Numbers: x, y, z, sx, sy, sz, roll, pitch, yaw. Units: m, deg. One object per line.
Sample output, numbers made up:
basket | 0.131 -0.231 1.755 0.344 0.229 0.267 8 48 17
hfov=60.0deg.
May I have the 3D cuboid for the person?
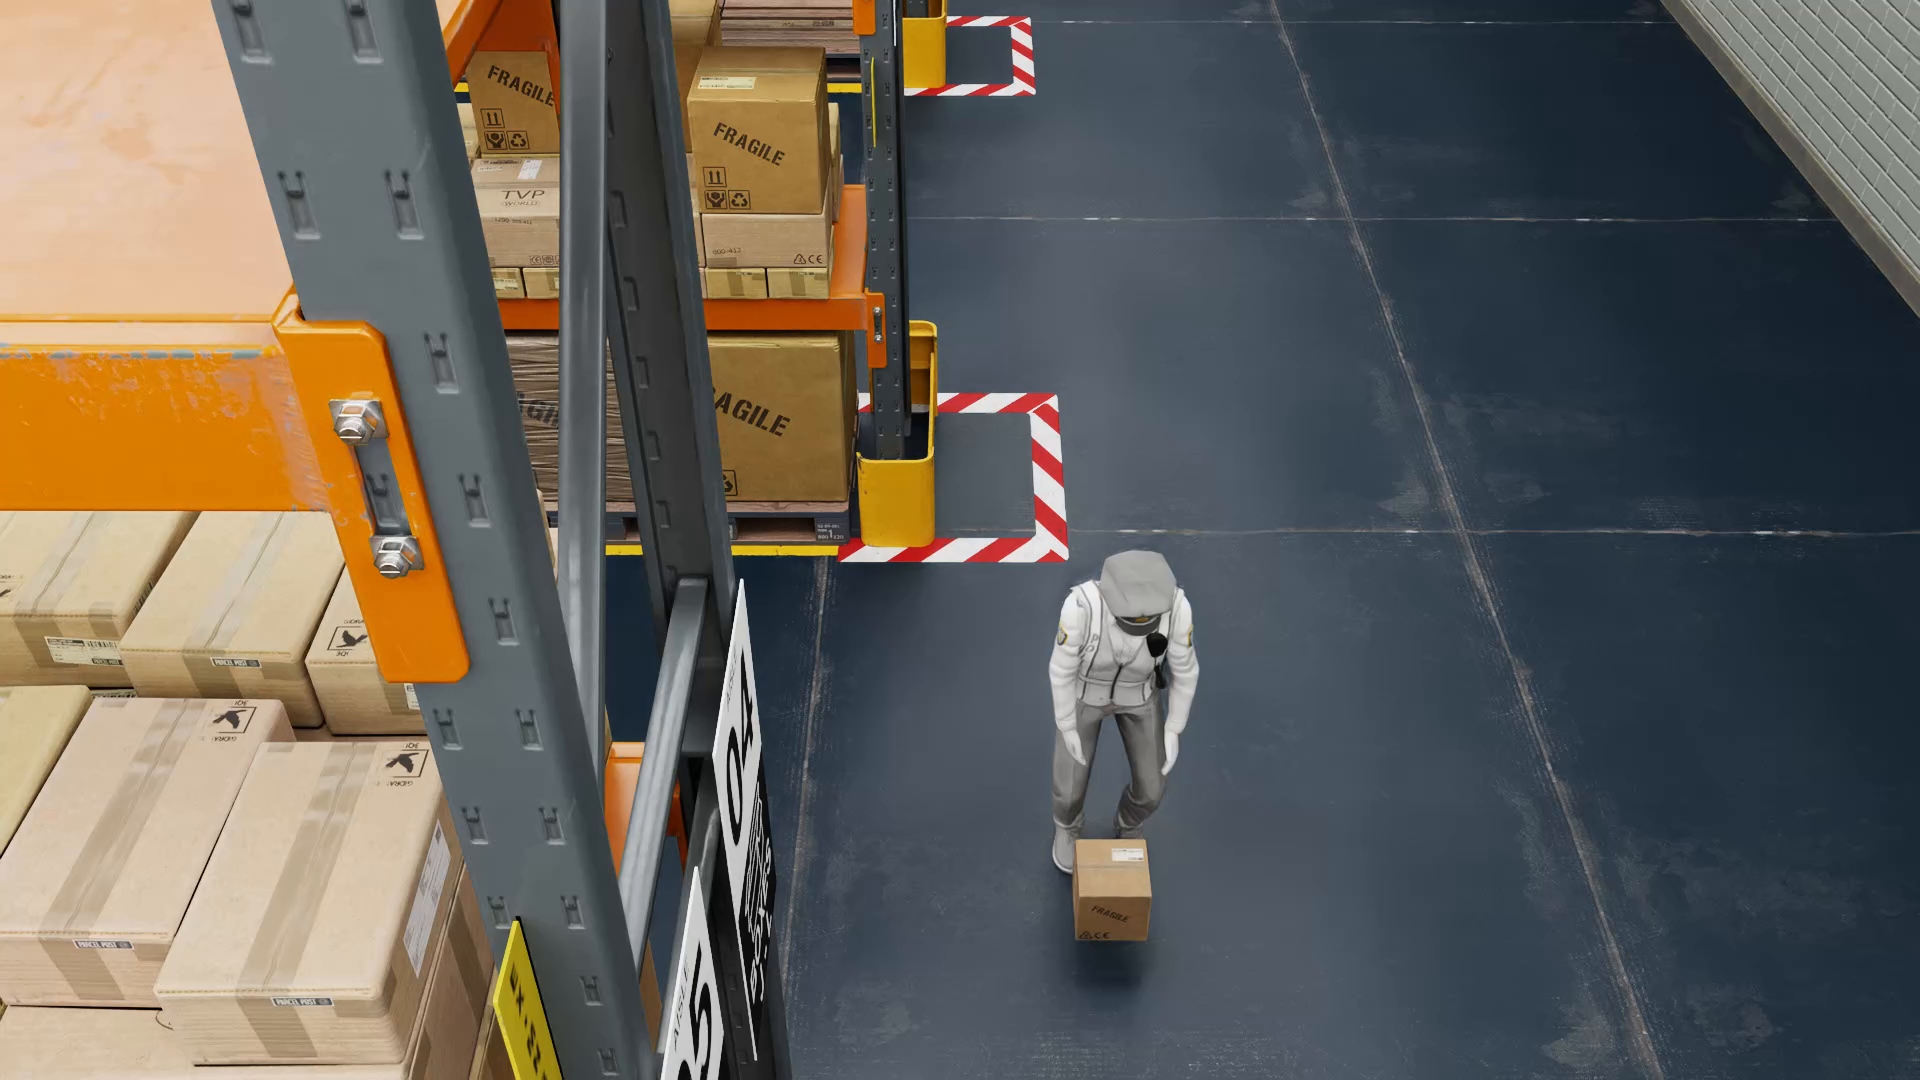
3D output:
person | 0.567 0.604 5.881 0.520 1.559 0.548 1 40 1
